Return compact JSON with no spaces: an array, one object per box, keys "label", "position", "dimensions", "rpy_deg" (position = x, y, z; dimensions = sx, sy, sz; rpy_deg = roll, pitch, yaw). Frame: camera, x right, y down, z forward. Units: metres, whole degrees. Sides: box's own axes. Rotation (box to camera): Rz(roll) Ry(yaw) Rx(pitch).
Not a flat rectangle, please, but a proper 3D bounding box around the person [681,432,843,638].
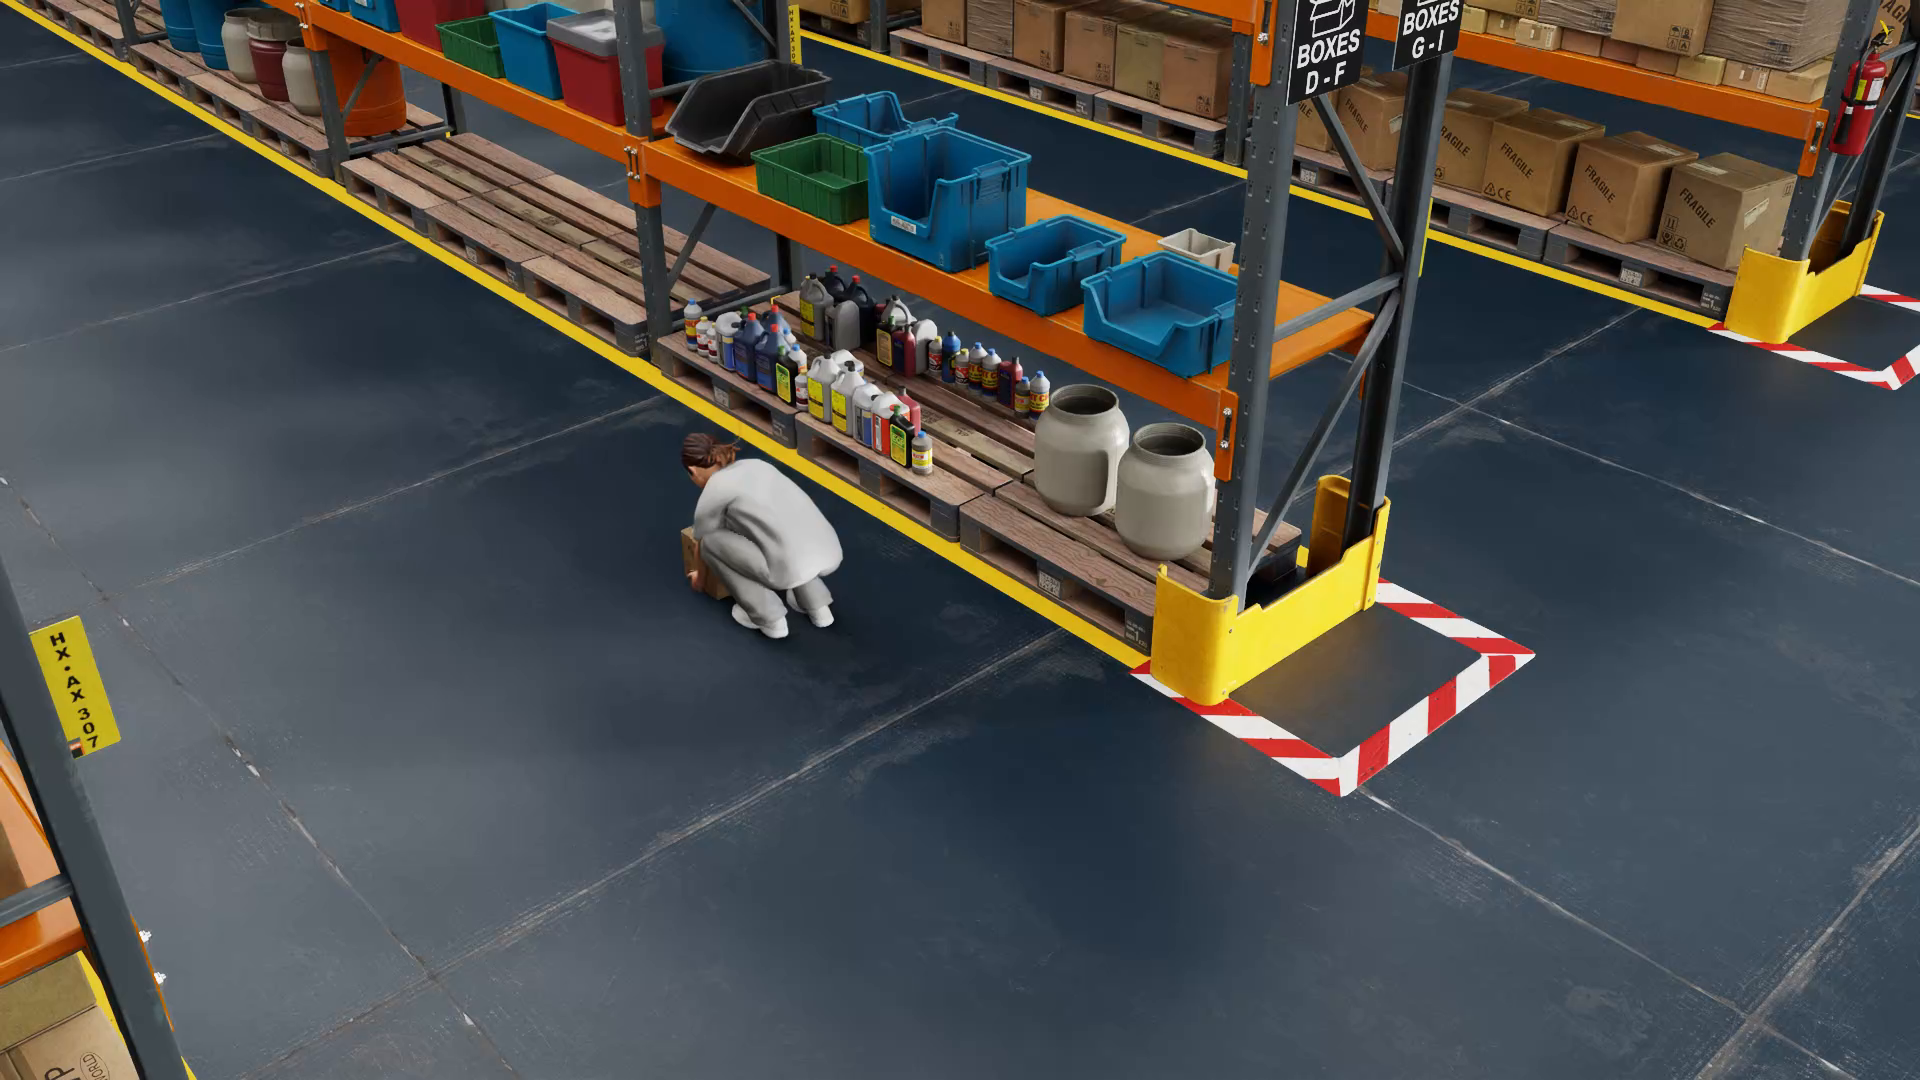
[{"label":"person","position":[-0.853,-0.008,7.061],"dimensions":[0.469,0.813,0.819],"rpy_deg":[-26,40,-35]}]
